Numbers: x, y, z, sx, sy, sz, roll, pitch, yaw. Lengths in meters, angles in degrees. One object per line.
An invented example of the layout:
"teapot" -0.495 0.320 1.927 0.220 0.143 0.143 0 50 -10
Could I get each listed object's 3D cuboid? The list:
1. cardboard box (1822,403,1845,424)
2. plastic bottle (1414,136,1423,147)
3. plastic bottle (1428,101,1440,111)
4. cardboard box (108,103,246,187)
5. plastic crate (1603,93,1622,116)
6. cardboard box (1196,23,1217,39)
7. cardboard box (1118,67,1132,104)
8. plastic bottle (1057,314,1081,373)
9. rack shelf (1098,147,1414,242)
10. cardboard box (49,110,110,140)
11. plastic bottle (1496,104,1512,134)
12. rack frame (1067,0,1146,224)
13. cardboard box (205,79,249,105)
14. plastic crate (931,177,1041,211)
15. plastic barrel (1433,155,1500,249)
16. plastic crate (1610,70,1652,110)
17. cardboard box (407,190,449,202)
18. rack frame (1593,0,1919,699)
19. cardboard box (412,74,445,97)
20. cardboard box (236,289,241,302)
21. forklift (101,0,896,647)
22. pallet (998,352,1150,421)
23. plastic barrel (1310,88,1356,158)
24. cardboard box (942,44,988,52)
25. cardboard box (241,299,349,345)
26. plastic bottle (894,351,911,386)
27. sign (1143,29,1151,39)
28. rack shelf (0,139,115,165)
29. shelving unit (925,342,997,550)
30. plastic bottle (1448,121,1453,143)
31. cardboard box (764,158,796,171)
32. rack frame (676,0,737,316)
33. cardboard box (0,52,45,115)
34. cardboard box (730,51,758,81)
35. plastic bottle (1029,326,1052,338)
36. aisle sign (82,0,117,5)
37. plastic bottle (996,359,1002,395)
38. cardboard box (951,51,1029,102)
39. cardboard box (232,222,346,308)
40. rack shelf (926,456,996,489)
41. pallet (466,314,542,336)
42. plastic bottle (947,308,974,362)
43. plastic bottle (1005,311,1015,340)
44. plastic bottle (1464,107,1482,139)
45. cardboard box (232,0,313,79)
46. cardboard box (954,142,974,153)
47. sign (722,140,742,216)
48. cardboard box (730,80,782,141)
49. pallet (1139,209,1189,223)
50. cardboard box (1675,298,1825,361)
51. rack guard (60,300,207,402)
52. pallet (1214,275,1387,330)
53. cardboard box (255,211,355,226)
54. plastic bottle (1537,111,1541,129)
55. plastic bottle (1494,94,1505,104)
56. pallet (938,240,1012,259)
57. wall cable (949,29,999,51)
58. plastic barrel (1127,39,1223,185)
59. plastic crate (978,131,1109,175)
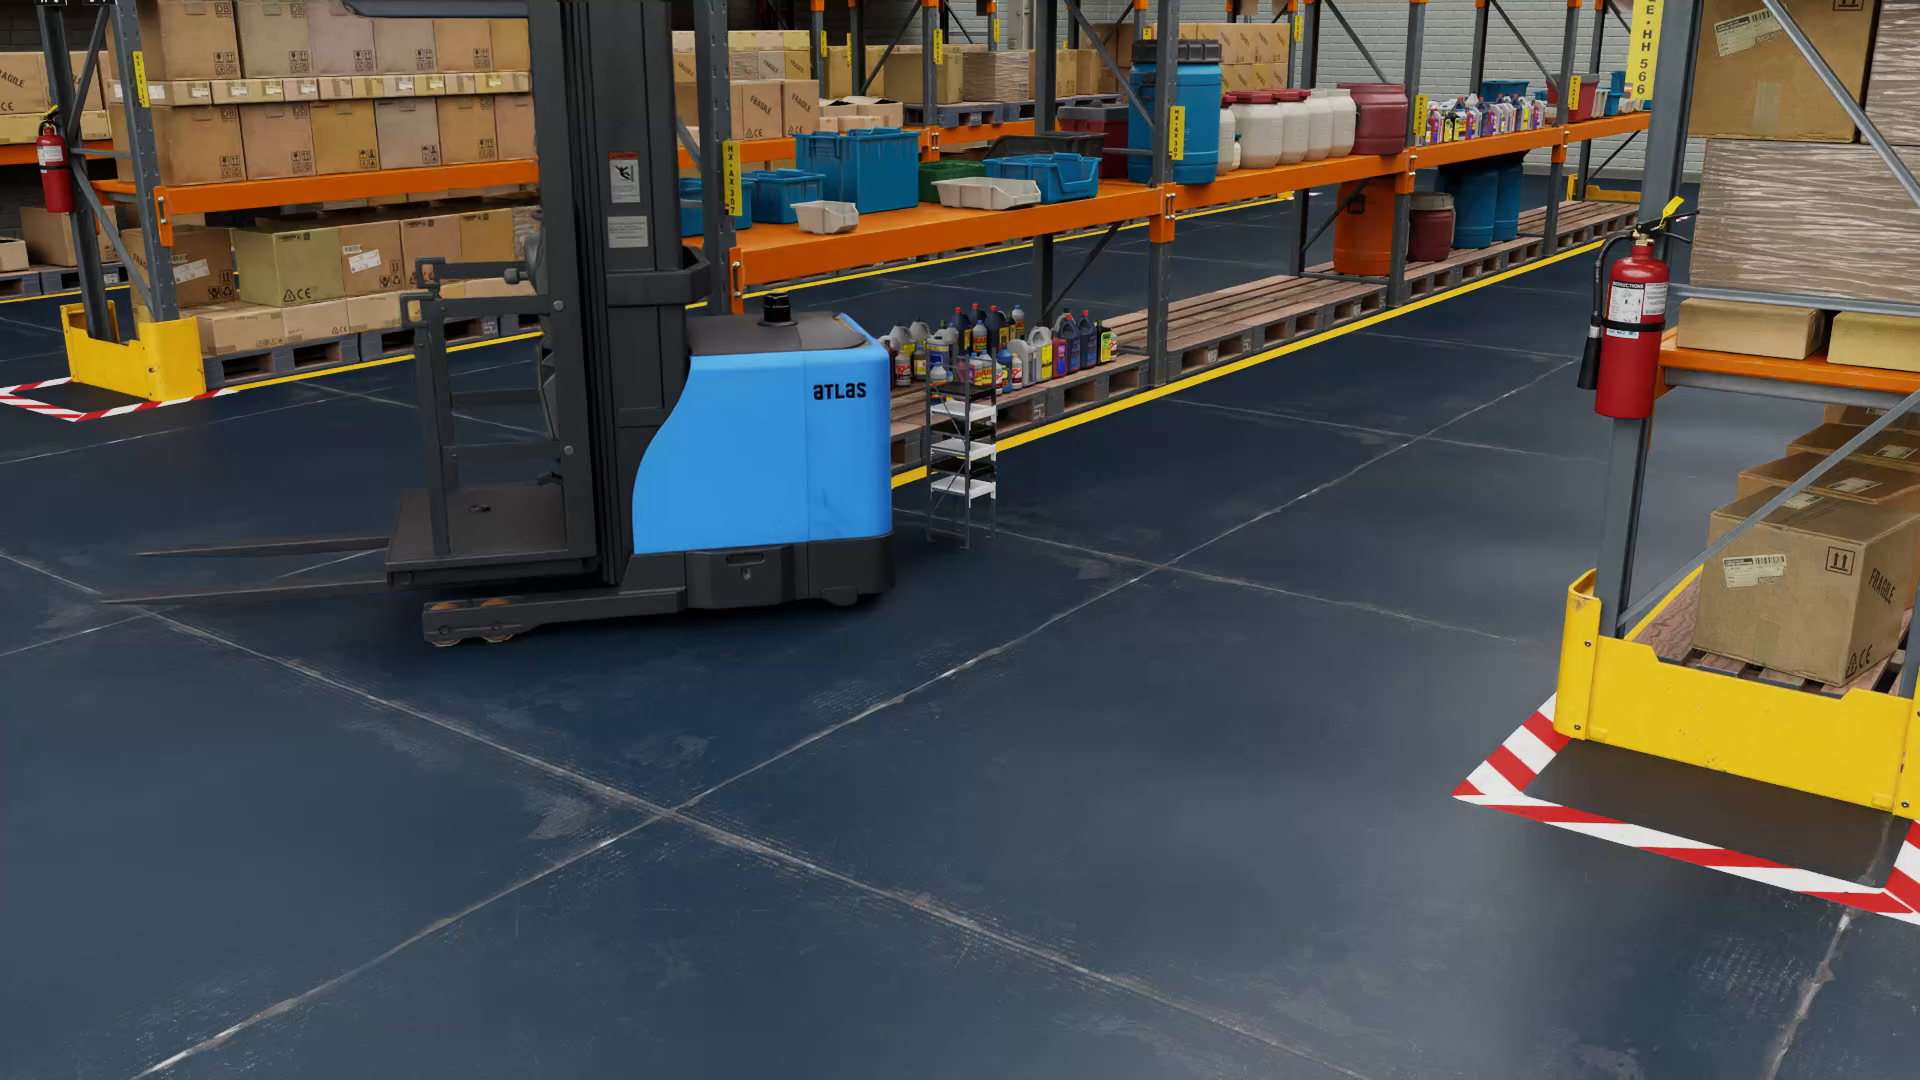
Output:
"cardboard box" 4.301 -0.436 7.597 0.500 0.500 0.500 -12 21 -33
"plastic bottle" 3.830 -3.470 14.069 0.152 0.276 0.135 12 21 35
"plastic bottle" 4.563 -4.113 16.141 0.152 0.276 0.135 12 21 35
"cardboard box" -5.141 -2.611 10.924 0.700 0.500 0.500 12 21 35
"plastic crate" 7.062 -4.803 18.334 0.416 0.233 0.300 12 21 35
"cardboard box" 2.841 -6.145 20.620 0.500 0.500 0.500 12 21 33
"cardboard box" 2.243 -5.433 20.013 0.500 0.500 0.500 13 22 36
"plastic bottle" 0.663 -1.226 10.357 0.144 0.351 0.185 11 20 32
"rack shelf" 2.121 -2.663 12.476 1.077 0.370 4.000 12 21 35
"cardboard box" -7.955 -3.693 14.797 0.500 0.250 0.500 13 21 35
"plastic bottle" 5.122 -3.987 15.733 0.152 0.276 0.135 12 21 35
"rack frame" 1.720 -5.312 19.792 1.000 3.000 0.127 12 21 35
"cardboard box" -4.868 -2.930 10.860 0.380 0.149 0.250 12 21 33
"plastic crate" 0.165 -1.973 9.484 0.530 0.136 0.437 12 21 35
"plastic barrel" 4.936 -3.339 16.269 0.600 0.901 0.708 12 21 35
"plastic crate" 8.030 -5.322 19.661 0.616 0.435 0.499 12 21 35
"cardboard box" -5.998 -3.722 18.145 0.700 0.500 0.500 13 21 35
"rack frame" 2.524 -0.703 4.949 1.000 3.000 0.127 12 21 35
"cardboard box" -3.950 -3.296 12.036 0.380 0.149 0.250 13 22 36
"cardboard box" -5.059 -1.643 11.904 0.500 0.250 0.500 12 21 35
"forklift" -1.840 -1.160 6.538 3.031 2.935 1.130 -4 18 -14
"pallet" 0.496 -1.046 10.757 1.003 0.211 1.213 12 21 35
"plastic barrel" 2.871 -3.254 12.976 0.421 0.512 0.421 0 17 0
"cardboard box" -0.173 -7.159 25.235 0.980 0.700 0.700 14 22 37
"cardboard box" -4.637 -1.550 11.604 0.500 0.250 0.500 12 21 35
"plastic bottle" -0.346 -1.037 10.002 0.097 0.201 0.097 0 17 0
"sign" 2.168 -5.768 19.307 0.100 0.325 0.005 12 21 35
"rack shelf" -8.219 -3.461 15.045 1.077 0.370 4.000 12 21 35
"shelving unit" 0.005 -0.432 7.617 0.258 0.900 0.210 12 21 35
"plastic bottle" 4.276 -3.599 14.611 0.097 0.201 0.097 0 17 0
"cardboard box" -2.543 -5.183 22.292 0.750 0.750 0.750 13 21 35
"rack frame" -1.454 -1.578 7.767 1.000 3.000 0.127 12 21 35
"cardboard box" -8.269 -3.923 14.274 0.500 0.500 0.500 12 21 33
"cardboard box" -2.935 -5.990 21.271 0.500 0.500 0.500 12 21 35
"plastic bottle" 0.529 -1.210 10.433 0.152 0.276 0.135 12 21 35
"aisle sign" -5.223 -3.626 9.978 0.394 0.787 0.004 12 21 35
"plastic bottle" 0.199 -0.957 9.746 0.097 0.201 0.097 0 17 0
"cardboard box" 0.320 -4.962 17.787 0.500 0.500 0.700 -15 23 -40
"cardboard box" -4.635 -1.907 11.492 0.500 0.500 0.500 12 21 35
"rack shelf" 0.005 -0.314 7.653 0.258 0.077 0.200 12 21 35
"pallet" -3.554 -1.893 13.484 1.003 0.211 1.213 12 21 35
"plastic bottle" 0.003 -1.312 10.635 0.144 0.351 0.185 11 21 32
"plastic bottle" 0.303 -1.345 10.854 0.061 0.283 0.133 12 21 35
"plastic bottle" 4.656 -3.800 15.133 0.152 0.276 0.135 12 21 35
"cardboard box" -4.801 -3.369 11.179 0.700 0.500 0.500 12 21 33
"cardboard box" -0.214 -5.962 25.391 0.700 0.500 0.500 12 21 35
"sign" -1.015 -1.612 7.410 0.100 0.325 0.005 12 21 35
"cardboard box" -1.963 -3.879 15.010 0.500 0.500 0.500 12 21 35
"pallet" 2.130 -4.144 20.732 1.003 0.211 1.213 12 21 35
"cardboard box" 2.528 -0.687 5.322 0.380 0.149 0.250 12 21 35
"rack guard" -5.444 -1.255 10.941 1.175 0.500 0.348 12 21 35
"pallet" 2.820 -1.974 13.744 1.003 0.211 1.213 12 21 35
"cardboard box" -4.765 -2.121 12.179 0.500 0.500 0.500 12 21 35
"plastic bottle" 5.674 -4.158 16.409 0.097 0.201 0.097 0 17 0
"plastic bottle" 5.185 -4.117 16.027 0.144 0.351 0.185 12 21 35
"pallet" -0.188 -3.199 17.689 1.003 0.211 1.213 12 21 35
"wall cable" 0.126 -8.097 27.046 0.084 1.984 1.851 12 21 35
"plastic barrel" 1.403 -2.808 10.884 0.600 0.901 0.708 12 21 35
"plastic crate" 0.515 -2.399 10.515 0.767 0.338 0.504 12 21 35
